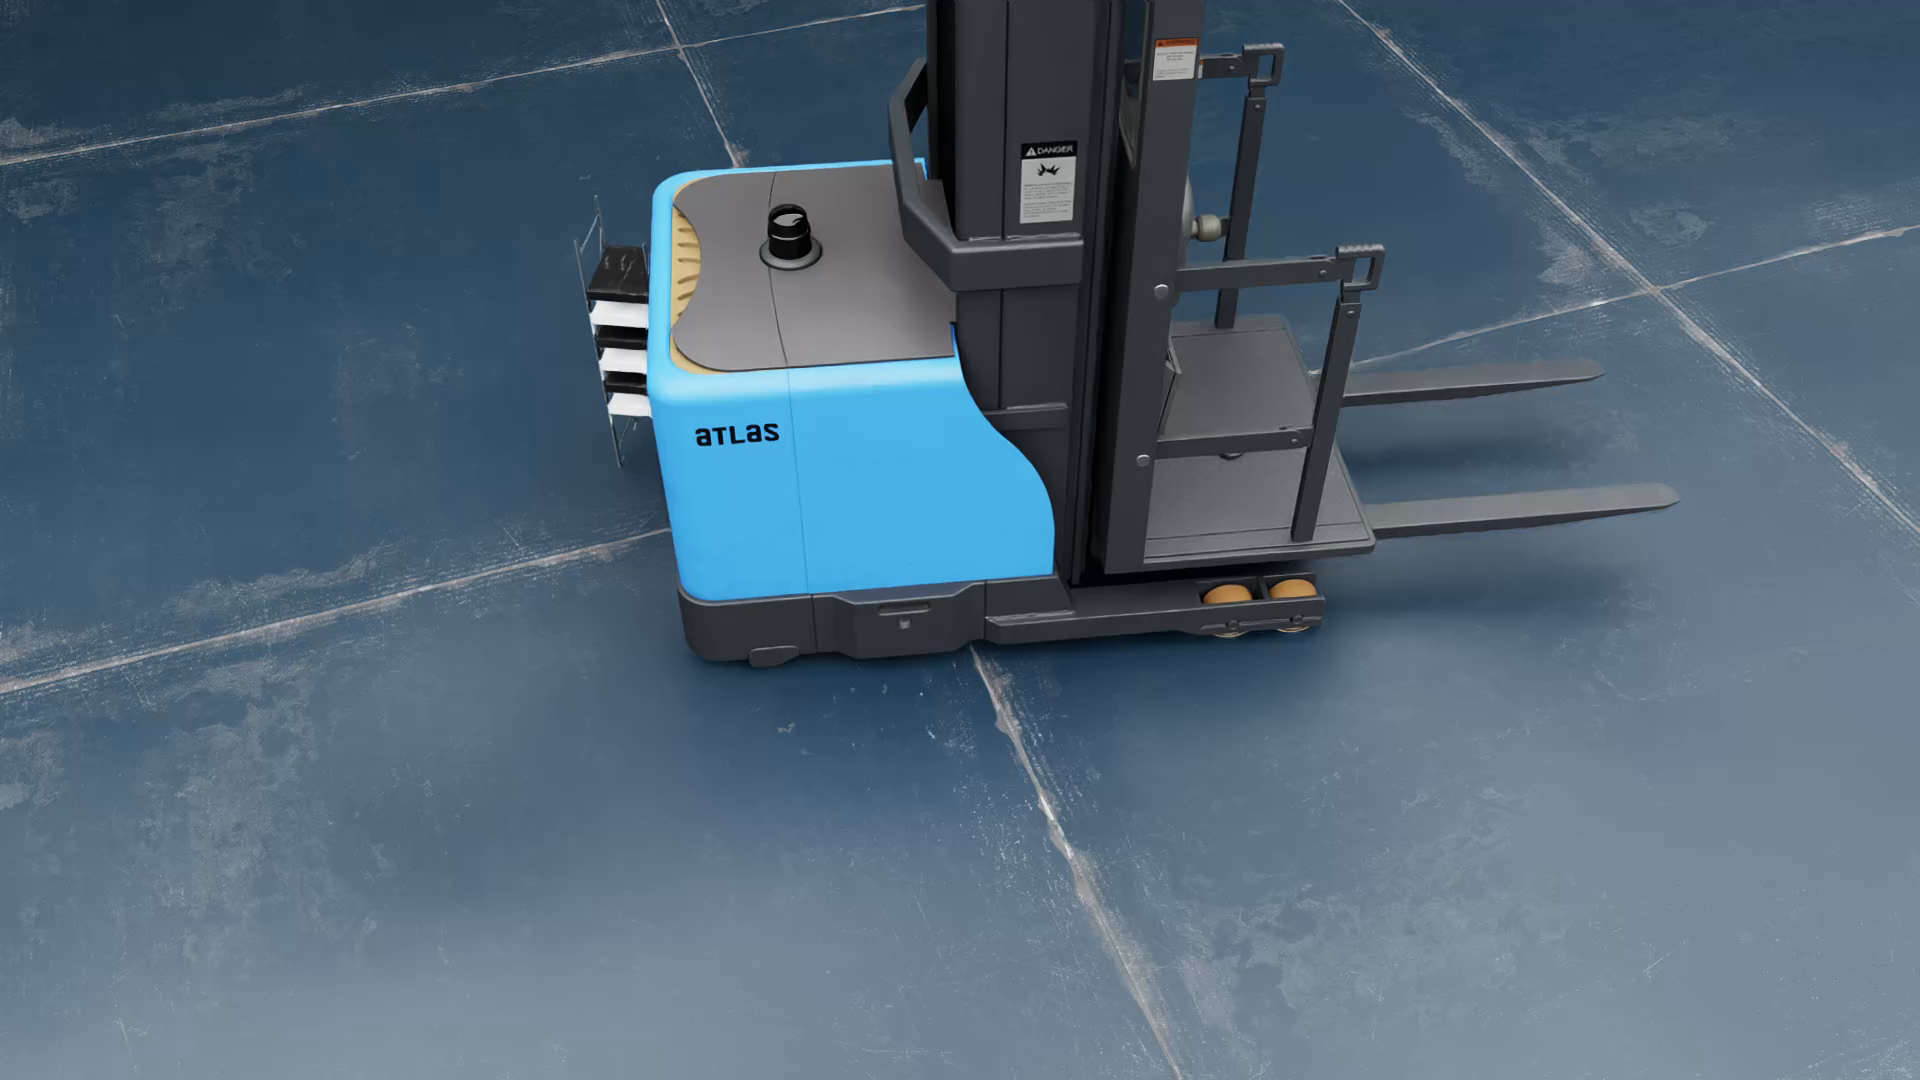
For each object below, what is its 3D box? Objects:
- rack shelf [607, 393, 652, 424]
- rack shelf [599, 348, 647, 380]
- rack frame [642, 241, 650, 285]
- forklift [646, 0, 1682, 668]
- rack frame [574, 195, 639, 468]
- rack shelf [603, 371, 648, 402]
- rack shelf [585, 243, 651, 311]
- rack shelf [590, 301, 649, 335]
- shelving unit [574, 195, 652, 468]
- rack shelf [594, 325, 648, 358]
[{"bbox_3d":[-1.008,-0.481,5.395,0.200,0.077,0.258,5,45,5],"label":"rack shelf"},{"bbox_3d":[-1.009,-0.608,5.267,0.200,0.077,0.258,5,45,5],"label":"rack shelf"},{"bbox_3d":[-0.908,-0.623,5.235,0.006,0.900,0.240,5,45,5],"label":"rack frame"},{"bbox_3d":[0.656,-1.114,4.291,3.031,2.935,1.130,-5,45,-5],"label":"forklift"},{"bbox_3d":[-1.110,-0.639,5.252,0.006,0.900,0.240,5,45,5],"label":"rack frame"},{"bbox_3d":[-1.009,-0.544,5.331,0.200,0.077,0.258,5,45,5],"label":"rack shelf"},{"bbox_3d":[-1.009,-0.798,5.076,0.200,0.077,0.258,5,45,5],"label":"rack shelf"},{"bbox_3d":[-1.009,-0.735,5.140,0.200,0.077,0.258,5,45,5],"label":"rack shelf"},{"bbox_3d":[-1.009,-0.631,5.244,0.210,0.900,0.258,5,45,5],"label":"shelving unit"},{"bbox_3d":[-1.009,-0.671,5.203,0.200,0.077,0.258,5,45,5],"label":"rack shelf"}]
